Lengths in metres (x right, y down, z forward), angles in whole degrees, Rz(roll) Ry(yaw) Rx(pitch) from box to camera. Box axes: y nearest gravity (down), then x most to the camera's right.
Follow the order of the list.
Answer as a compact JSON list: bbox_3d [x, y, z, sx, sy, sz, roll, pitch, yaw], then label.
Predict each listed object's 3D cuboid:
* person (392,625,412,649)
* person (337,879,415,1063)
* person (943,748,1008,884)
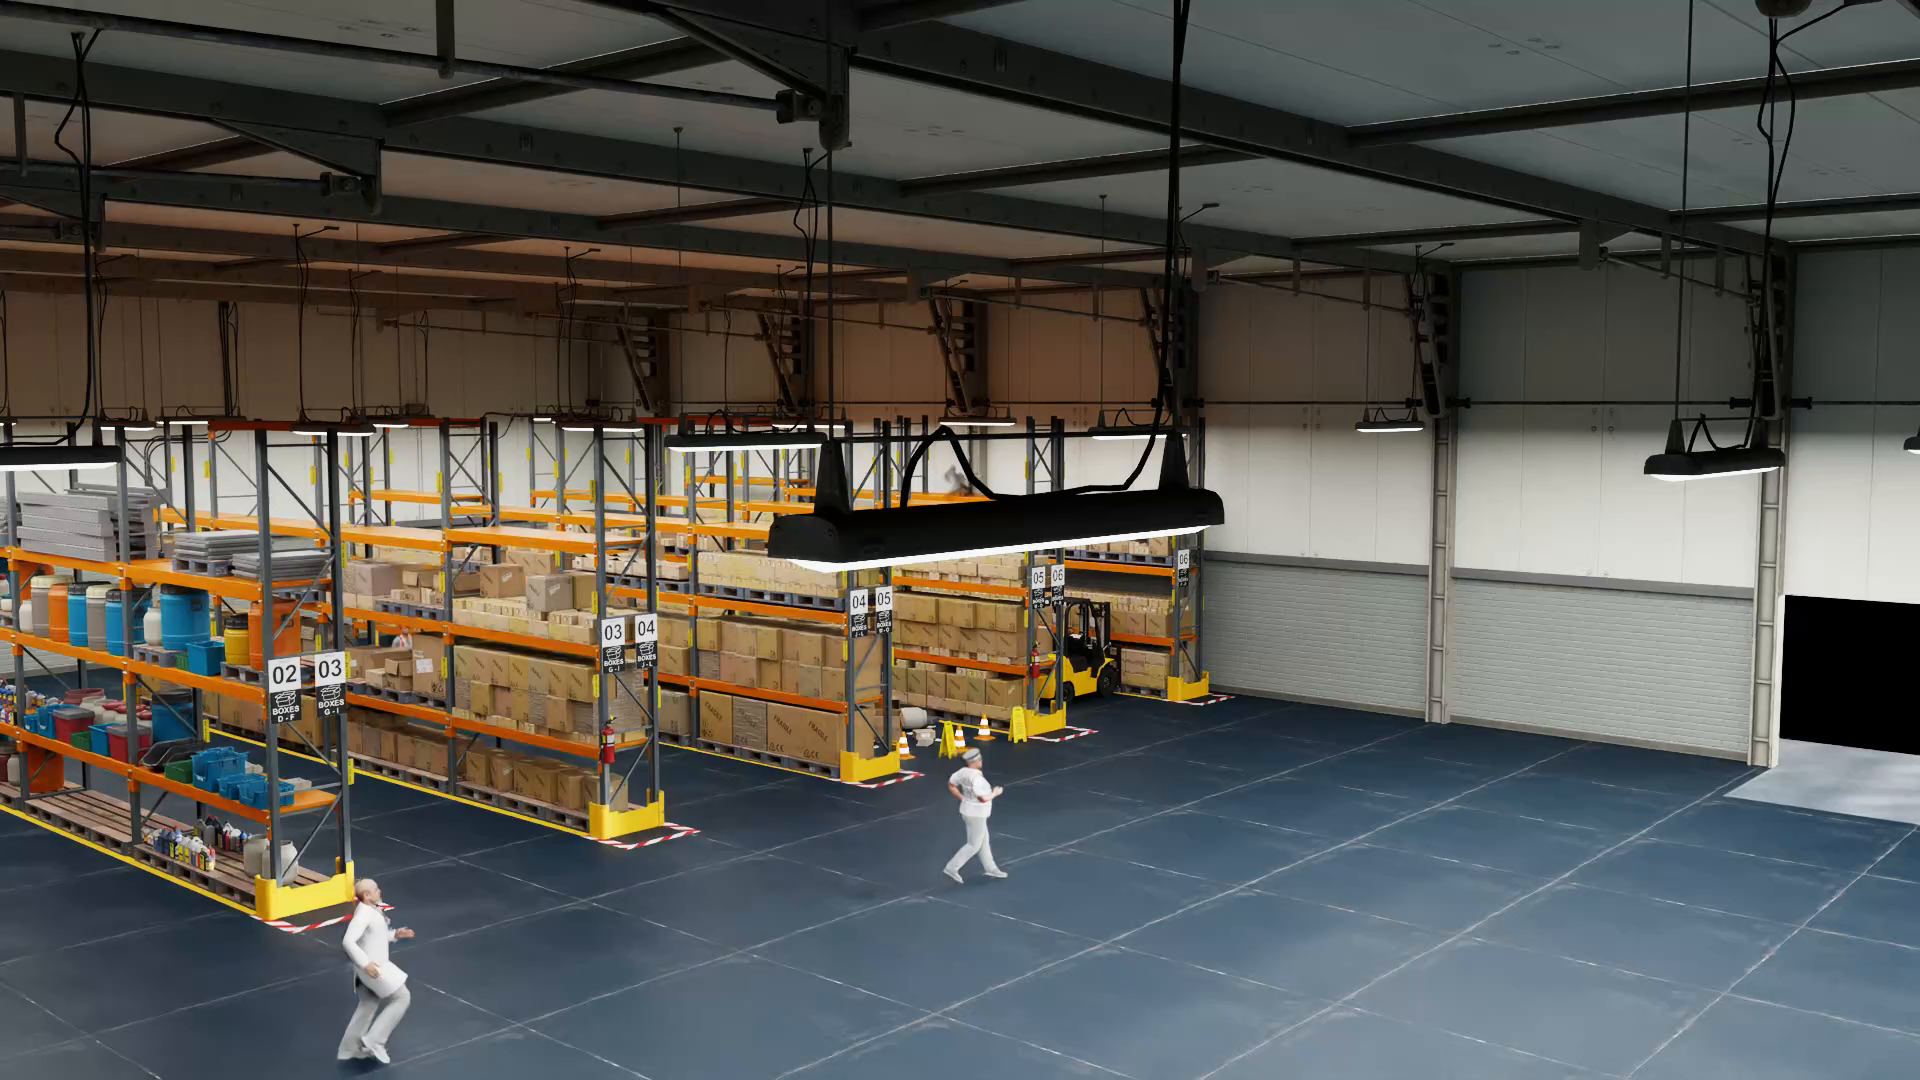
[{"bbox_3d":[-11.414,2.583,34.374,0.639,1.794,0.711,-4,6,-43],"label":"person"},{"bbox_3d":[-5.599,4.124,15.940,0.748,1.783,0.683,-3,5,-29],"label":"person"},{"bbox_3d":[0.209,3.599,21.762,0.957,1.776,0.658,-2,5,-20],"label":"person"}]
